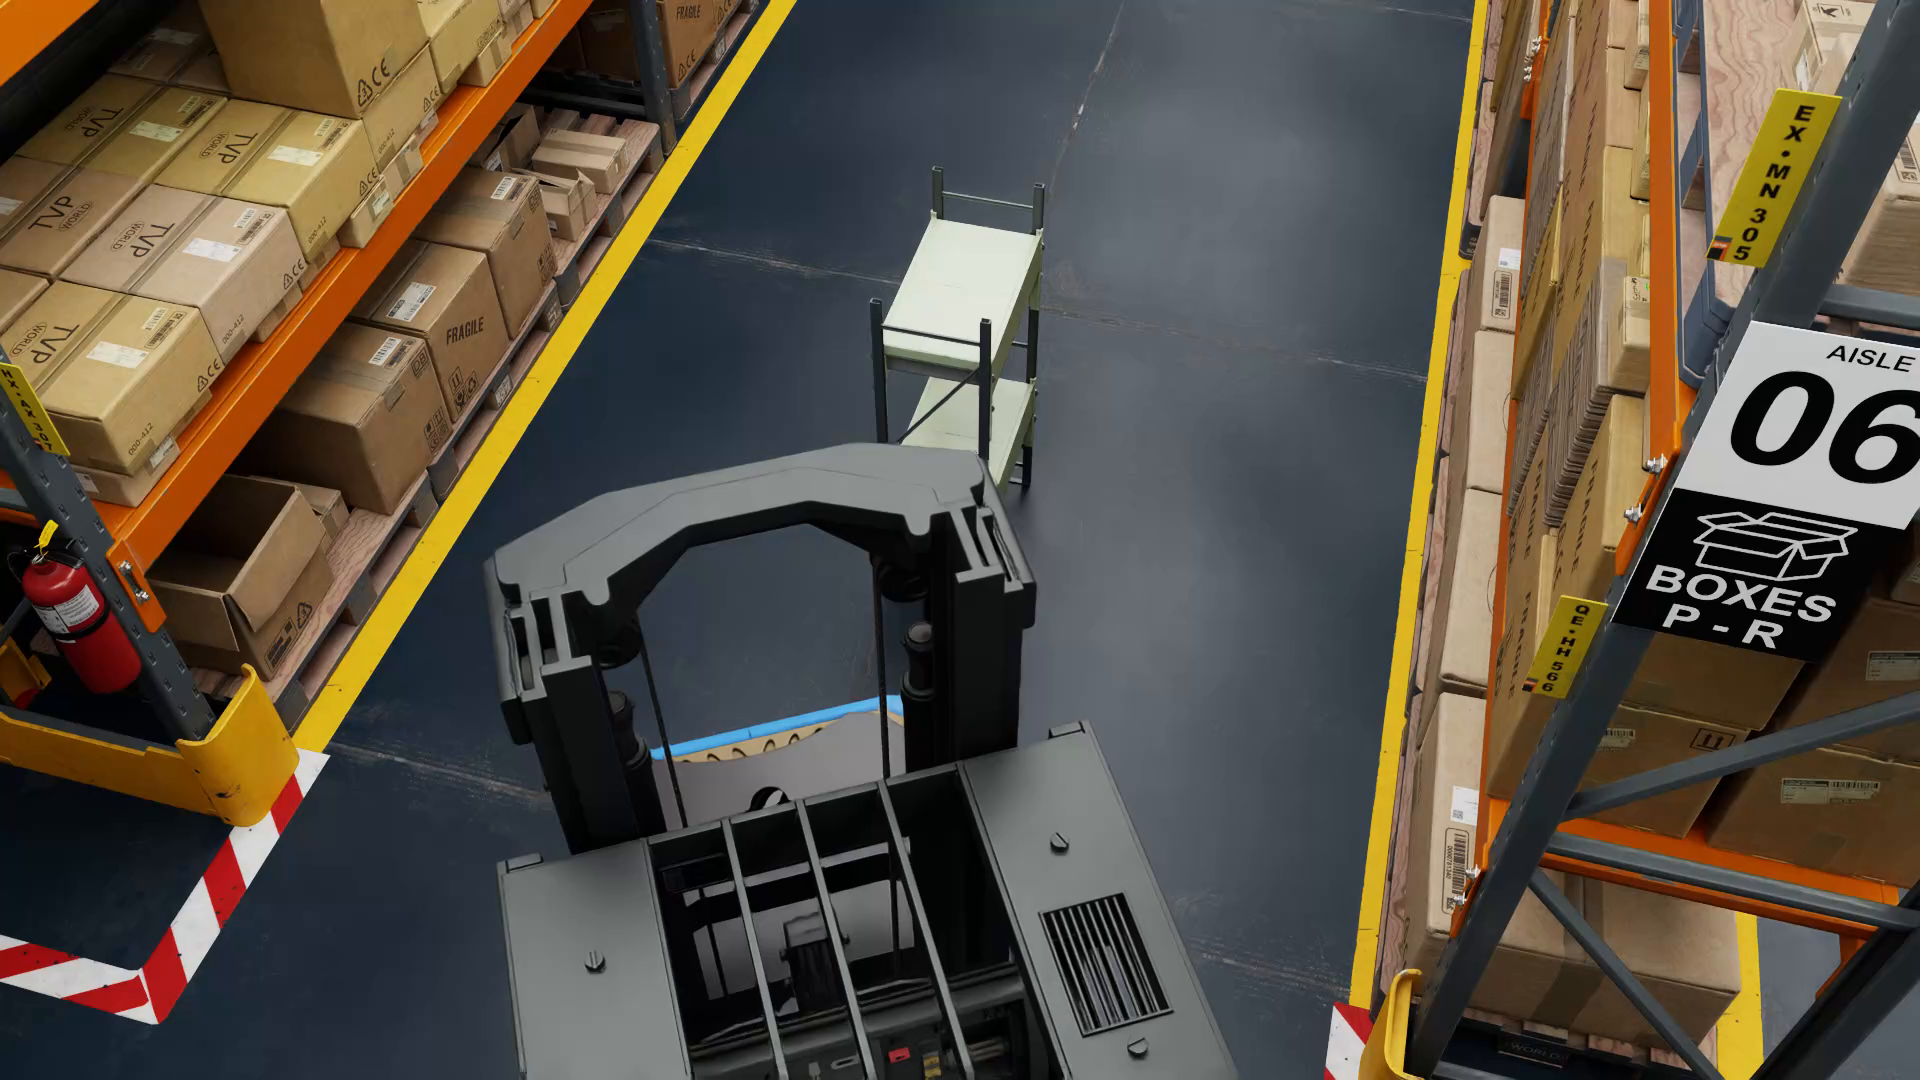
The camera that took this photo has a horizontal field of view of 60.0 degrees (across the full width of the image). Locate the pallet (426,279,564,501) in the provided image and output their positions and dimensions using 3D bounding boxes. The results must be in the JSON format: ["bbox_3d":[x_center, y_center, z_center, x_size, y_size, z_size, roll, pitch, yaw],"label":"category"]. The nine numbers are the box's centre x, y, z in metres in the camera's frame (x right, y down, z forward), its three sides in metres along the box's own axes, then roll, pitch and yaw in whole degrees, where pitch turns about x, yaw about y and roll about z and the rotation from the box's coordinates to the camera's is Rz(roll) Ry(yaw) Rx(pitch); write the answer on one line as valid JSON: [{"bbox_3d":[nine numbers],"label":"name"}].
[{"bbox_3d":[-2.433,-0.755,7.195,1.003,0.211,1.213,12,50,10],"label":"pallet"}]

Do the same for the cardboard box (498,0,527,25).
[{"bbox_3d":[-1.948,-2.327,6.623,0.500,0.250,0.500,12,50,10],"label":"cardboard box"}]

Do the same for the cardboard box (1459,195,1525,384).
[{"bbox_3d":[2.589,-0.941,6.927,0.875,0.438,0.875,11,49,9],"label":"cardboard box"}]

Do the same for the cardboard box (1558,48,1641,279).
[{"bbox_3d":[2.079,-1.053,4.864,0.500,0.500,0.500,11,50,10],"label":"cardboard box"}]

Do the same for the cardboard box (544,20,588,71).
[{"bbox_3d":[-2.088,-2.785,8.513,0.500,0.500,0.500,11,50,10],"label":"cardboard box"}]

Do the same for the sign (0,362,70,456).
[{"bbox_3d":[-2.461,-0.346,4.396,0.100,0.325,0.005,12,50,10],"label":"sign"}]

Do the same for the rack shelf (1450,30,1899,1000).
[{"bbox_3d":[2.331,-0.398,5.499,1.077,0.370,4.000,12,50,10],"label":"rack shelf"}]

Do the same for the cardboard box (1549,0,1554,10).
[{"bbox_3d":[2.733,-2.407,6.893,0.500,0.250,0.500,10,49,9],"label":"cardboard box"}]

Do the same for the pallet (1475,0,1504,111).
[{"bbox_3d":[3.307,-2.618,8.839,1.003,0.211,1.213,12,50,10],"label":"pallet"}]

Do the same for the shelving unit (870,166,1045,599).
[{"bbox_3d":[0.002,-0.501,6.111,0.431,1.500,0.755,12,50,10],"label":"shelving unit"}]

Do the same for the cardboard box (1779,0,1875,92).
[{"bbox_3d":[1.870,-0.933,3.312,0.380,0.149,0.250,8,49,7],"label":"cardboard box"}]

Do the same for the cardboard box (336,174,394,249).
[{"bbox_3d":[-2.247,-1.189,5.885,0.380,0.149,0.250,10,49,9],"label":"cardboard box"}]

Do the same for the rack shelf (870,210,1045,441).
[{"bbox_3d":[0.002,-0.759,5.818,0.431,0.370,0.720,12,50,10],"label":"rack shelf"}]

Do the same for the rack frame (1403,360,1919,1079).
[{"bbox_3d":[1.805,0.811,3.953,1.000,3.000,0.127,12,50,10],"label":"rack frame"}]

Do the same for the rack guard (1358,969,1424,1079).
[{"bbox_3d":[1.799,1.655,4.875,1.175,0.500,0.348,12,50,10],"label":"rack guard"}]

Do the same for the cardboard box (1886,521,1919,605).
[{"bbox_3d":[2.165,0.030,3.476,0.380,0.149,0.250,13,50,11],"label":"cardboard box"}]

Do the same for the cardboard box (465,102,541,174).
[{"bbox_3d":[-2.334,-1.878,7.839,0.500,0.311,0.500,13,50,11],"label":"cardboard box"}]

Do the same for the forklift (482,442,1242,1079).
[{"bbox_3d":[-0.195,1.341,3.531,1.130,2.935,3.031,-12,50,-11],"label":"forklift"}]

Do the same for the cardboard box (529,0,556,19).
[{"bbox_3d":[-1.865,-2.311,6.875,0.380,0.149,0.250,13,50,11],"label":"cardboard box"}]

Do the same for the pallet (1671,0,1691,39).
[{"bbox_3d":[2.309,-1.577,4.118,1.003,0.211,1.213,12,50,10],"label":"pallet"}]

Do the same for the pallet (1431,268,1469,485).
[{"bbox_3d":[2.582,-0.625,7.080,1.003,0.211,1.213,12,50,10],"label":"pallet"}]

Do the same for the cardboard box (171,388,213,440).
[{"bbox_3d":[-2.611,-0.460,5.242,0.380,0.149,0.250,13,50,11],"label":"cardboard box"}]

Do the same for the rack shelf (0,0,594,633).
[{"bbox_3d":[-2.458,-1.375,6.361,1.077,0.370,4.000,12,50,10],"label":"rack shelf"}]

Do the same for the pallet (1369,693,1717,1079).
[{"bbox_3d":[1.940,1.139,5.522,1.003,0.211,1.213,12,50,10],"label":"pallet"}]

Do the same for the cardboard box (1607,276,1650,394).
[{"bbox_3d":[1.737,-0.459,3.907,0.380,0.149,0.250,11,50,10],"label":"cardboard box"}]

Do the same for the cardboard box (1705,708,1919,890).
[{"bbox_3d":[2.208,0.487,4.172,0.500,0.500,0.500,11,50,10],"label":"cardboard box"}]

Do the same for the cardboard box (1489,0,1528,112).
[{"bbox_3d":[3.174,-2.638,8.133,0.875,0.875,0.875,13,50,11],"label":"cardboard box"}]

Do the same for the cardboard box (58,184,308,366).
[{"bbox_3d":[-2.473,-0.855,5.324,0.500,0.250,0.500,12,50,10],"label":"cardboard box"}]

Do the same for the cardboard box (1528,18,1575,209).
[{"bbox_3d":[2.345,-1.465,5.894,0.500,0.500,0.500,12,50,10],"label":"cardboard box"}]

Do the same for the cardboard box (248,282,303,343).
[{"bbox_3d":[-2.450,-0.828,5.566,0.380,0.149,0.250,13,50,11],"label":"cardboard box"}]

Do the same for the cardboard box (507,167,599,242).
[{"bbox_3d":[-1.889,-1.575,7.601,0.396,0.266,0.258,13,50,11],"label":"cardboard box"}]

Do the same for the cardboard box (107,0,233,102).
[{"bbox_3d":[-2.710,-1.708,6.078,0.500,0.250,0.500,11,50,10],"label":"cardboard box"}]

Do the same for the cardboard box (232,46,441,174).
[{"bbox_3d":[-2.229,-1.596,5.979,0.500,0.250,0.500,10,49,9],"label":"cardboard box"}]

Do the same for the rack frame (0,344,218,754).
[{"bbox_3d":[-2.985,-0.166,4.815,1.000,3.000,0.127,12,50,10],"label":"rack frame"}]

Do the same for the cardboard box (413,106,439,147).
[{"bbox_3d":[-2.196,-1.583,6.233,0.380,0.149,0.250,11,50,10],"label":"cardboard box"}]

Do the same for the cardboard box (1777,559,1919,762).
[{"bbox_3d":[2.206,0.156,3.797,0.500,0.500,0.500,11,49,9],"label":"cardboard box"}]

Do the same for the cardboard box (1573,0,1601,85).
[{"bbox_3d":[2.360,-1.786,5.511,0.500,0.500,0.500,11,49,10],"label":"cardboard box"}]

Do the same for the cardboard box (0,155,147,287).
[{"bbox_3d":[-2.983,-0.973,5.429,0.500,0.250,0.500,12,50,10],"label":"cardboard box"}]

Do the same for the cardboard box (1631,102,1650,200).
[{"bbox_3d":[1.989,-1.001,4.385,0.380,0.149,0.250,13,50,11],"label":"cardboard box"}]

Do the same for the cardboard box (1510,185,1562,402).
[{"bbox_3d":[2.072,-0.734,5.249,0.500,0.500,0.500,13,50,11],"label":"cardboard box"}]

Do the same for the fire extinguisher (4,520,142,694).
[{"bbox_3d":[-2.578,0.180,4.809,0.296,0.674,0.183,12,50,10],"label":"fire extinguisher"}]

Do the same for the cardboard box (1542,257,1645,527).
[{"bbox_3d":[1.811,-0.333,4.228,0.500,0.500,0.500,12,50,10],"label":"cardboard box"}]

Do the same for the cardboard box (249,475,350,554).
[{"bbox_3d":[-2.583,-0.085,6.365,0.380,0.149,0.250,10,49,9],"label":"cardboard box"}]

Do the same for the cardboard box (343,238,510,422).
[{"bbox_3d":[-2.234,-0.875,6.828,0.500,0.500,0.500,12,50,11],"label":"cardboard box"}]

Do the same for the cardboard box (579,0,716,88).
[{"bbox_3d":[-1.588,-2.677,8.418,0.500,0.500,0.500,14,50,12],"label":"cardboard box"}]

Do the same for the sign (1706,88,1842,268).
[{"bbox_3d":[1.285,-0.566,2.629,0.100,0.325,0.005,12,50,10],"label":"sign"}]

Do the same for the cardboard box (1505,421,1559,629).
[{"bbox_3d":[1.823,0.016,4.587,0.500,0.500,0.500,11,49,9],"label":"cardboard box"}]

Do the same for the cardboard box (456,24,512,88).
[{"bbox_3d":[-2.000,-1.936,6.544,0.380,0.149,0.250,11,49,9],"label":"cardboard box"}]

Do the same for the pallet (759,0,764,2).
[{"bbox_3d":[-1.435,-3.618,9.721,1.003,0.211,1.213,12,50,10],"label":"pallet"}]

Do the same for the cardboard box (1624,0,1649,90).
[{"bbox_3d":[2.105,-1.386,4.725,0.380,0.149,0.250,12,50,10],"label":"cardboard box"}]

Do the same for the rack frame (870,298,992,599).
[{"bbox_3d":[-0.095,-0.236,5.877,0.400,1.500,0.023,12,50,10],"label":"rack frame"}]

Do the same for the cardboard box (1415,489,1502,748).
[{"bbox_3d":[2.115,0.359,5.780,0.875,0.438,0.875,13,50,11],"label":"cardboard box"}]
